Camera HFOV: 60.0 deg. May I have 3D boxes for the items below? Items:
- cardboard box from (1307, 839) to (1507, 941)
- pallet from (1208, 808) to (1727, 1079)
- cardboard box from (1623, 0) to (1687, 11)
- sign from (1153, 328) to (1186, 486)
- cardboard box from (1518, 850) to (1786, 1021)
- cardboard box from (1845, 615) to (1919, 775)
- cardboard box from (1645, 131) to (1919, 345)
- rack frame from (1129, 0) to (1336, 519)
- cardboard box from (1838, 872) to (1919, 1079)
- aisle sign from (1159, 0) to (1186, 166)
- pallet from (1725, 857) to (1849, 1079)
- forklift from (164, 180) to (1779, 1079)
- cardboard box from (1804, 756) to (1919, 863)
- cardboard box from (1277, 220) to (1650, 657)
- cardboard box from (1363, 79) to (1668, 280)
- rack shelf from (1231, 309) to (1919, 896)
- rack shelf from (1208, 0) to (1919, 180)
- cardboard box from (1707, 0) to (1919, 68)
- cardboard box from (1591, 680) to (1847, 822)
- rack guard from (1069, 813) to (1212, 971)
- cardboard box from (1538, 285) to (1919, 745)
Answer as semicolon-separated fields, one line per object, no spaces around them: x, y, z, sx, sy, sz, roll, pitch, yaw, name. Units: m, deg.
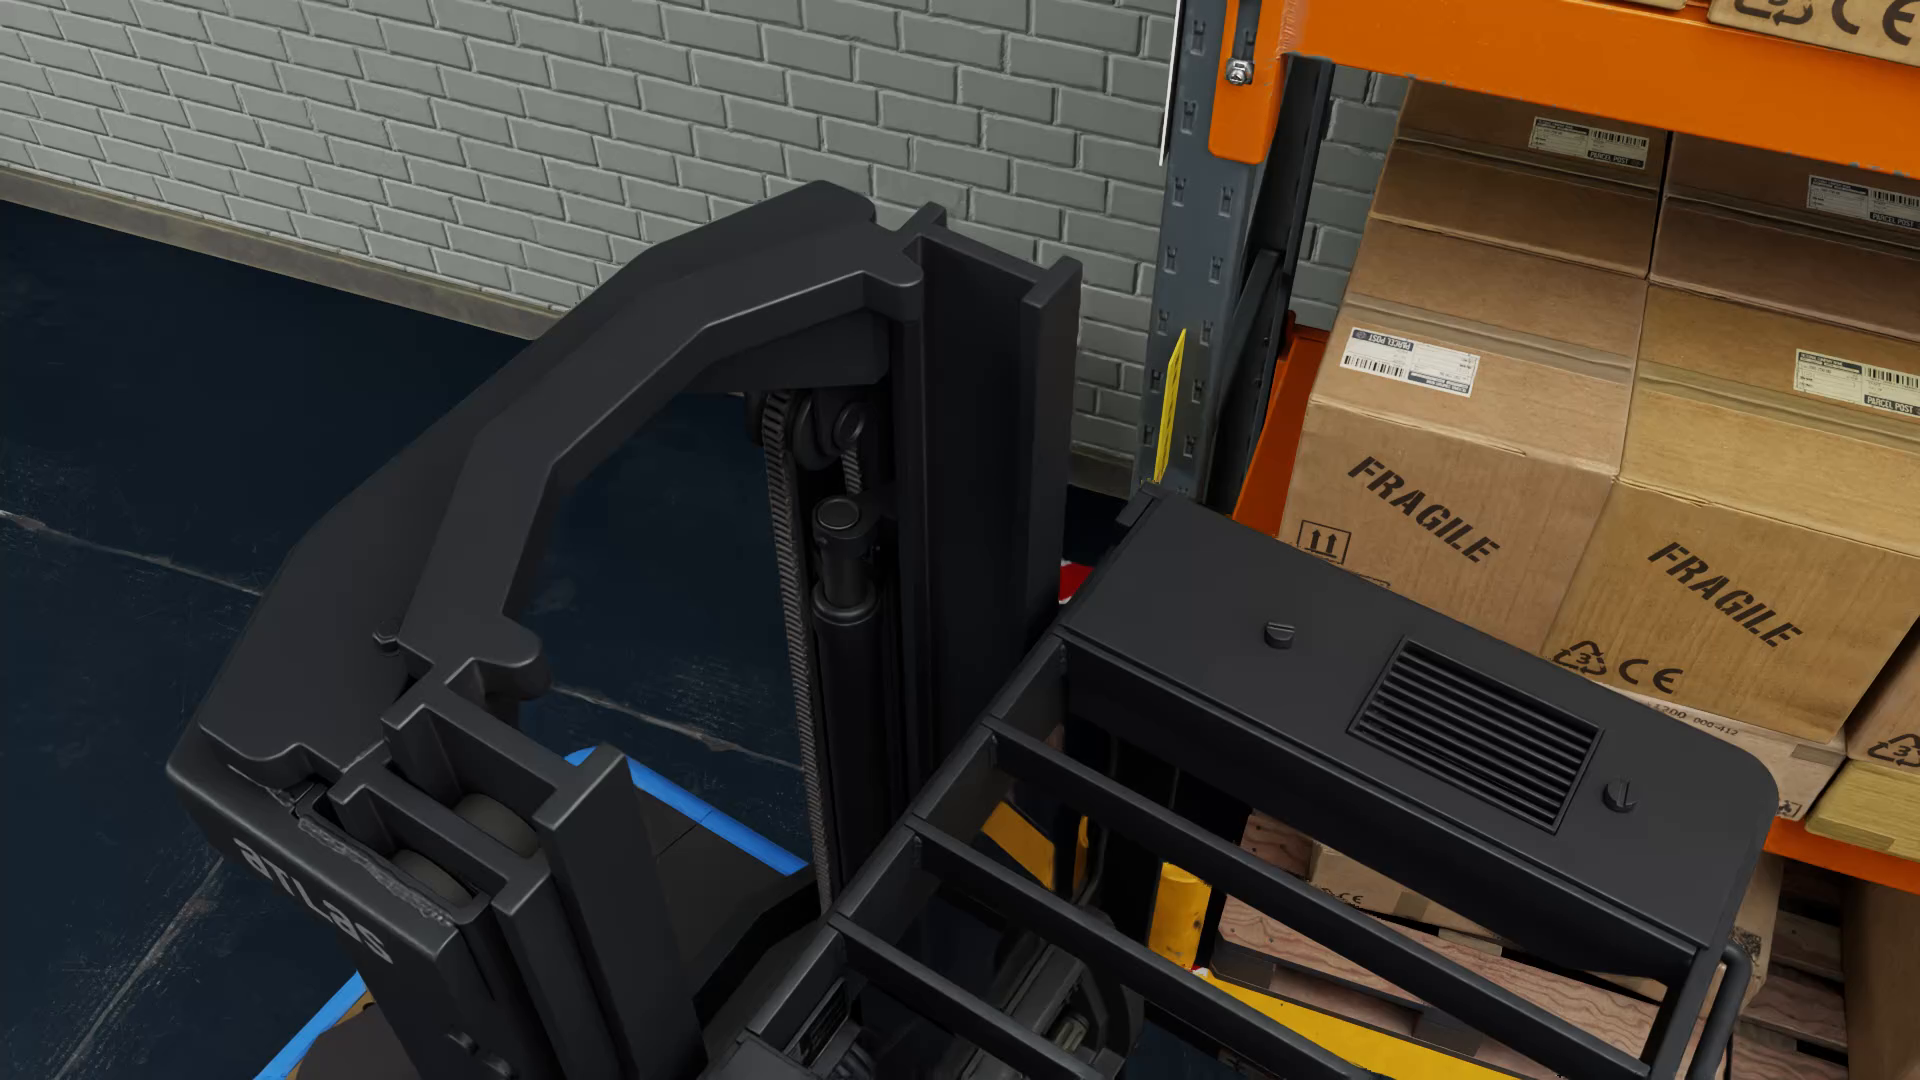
1.167;0.664;4.178;0.500;0.311;0.500;10;50;9;cardboard box
1.370;0.853;4.371;1.213;0.211;1.003;16;51;13;pallet
0.776;-1.075;2.132;0.500;0.500;0.500;17;51;14;cardboard box
0.361;-0.217;2.880;0.005;0.325;0.100;16;51;13;sign
1.702;0.813;4.049;0.500;0.311;0.500;19;52;16;cardboard box
1.836;0.093;2.774;0.500;0.500;0.500;14;51;12;cardboard box
1.534;-0.409;3.210;0.500;0.500;0.500;16;51;14;cardboard box
0.549;-0.318;3.541;0.127;3.000;1.000;16;51;13;rack frame
2.373;0.979;3.780;0.500;0.500;0.700;13;50;11;cardboard box
0.378;-0.976;2.390;0.004;0.787;0.394;16;51;13;aisle sign
2.511;1.174;4.093;1.213;0.211;1.003;16;51;13;pallet
0.191;1.067;2.386;3.031;2.935;1.130;26;54;21;forklift
1.865;0.341;3.055;0.500;0.250;0.500;15;51;13;cardboard box
0.893;-0.183;3.013;0.500;0.500;0.500;16;51;13;cardboard box
1.065;-0.548;3.330;0.500;0.500;0.500;15;51;13;cardboard box
2.425;0.441;3.358;4.000;0.370;1.077;16;51;13;rack shelf
2.425;-0.541;2.225;4.000;0.370;1.077;16;51;13;rack shelf
1.268;-0.909;1.988;0.500;0.500;0.500;19;52;16;cardboard box
1.389;0.203;3.175;0.500;0.250;0.500;14;51;12;cardboard box
0.621;0.521;4.468;0.348;0.500;1.175;16;51;13;rack guard
1.353;-0.046;2.895;0.500;0.500;0.500;16;51;13;cardboard box
